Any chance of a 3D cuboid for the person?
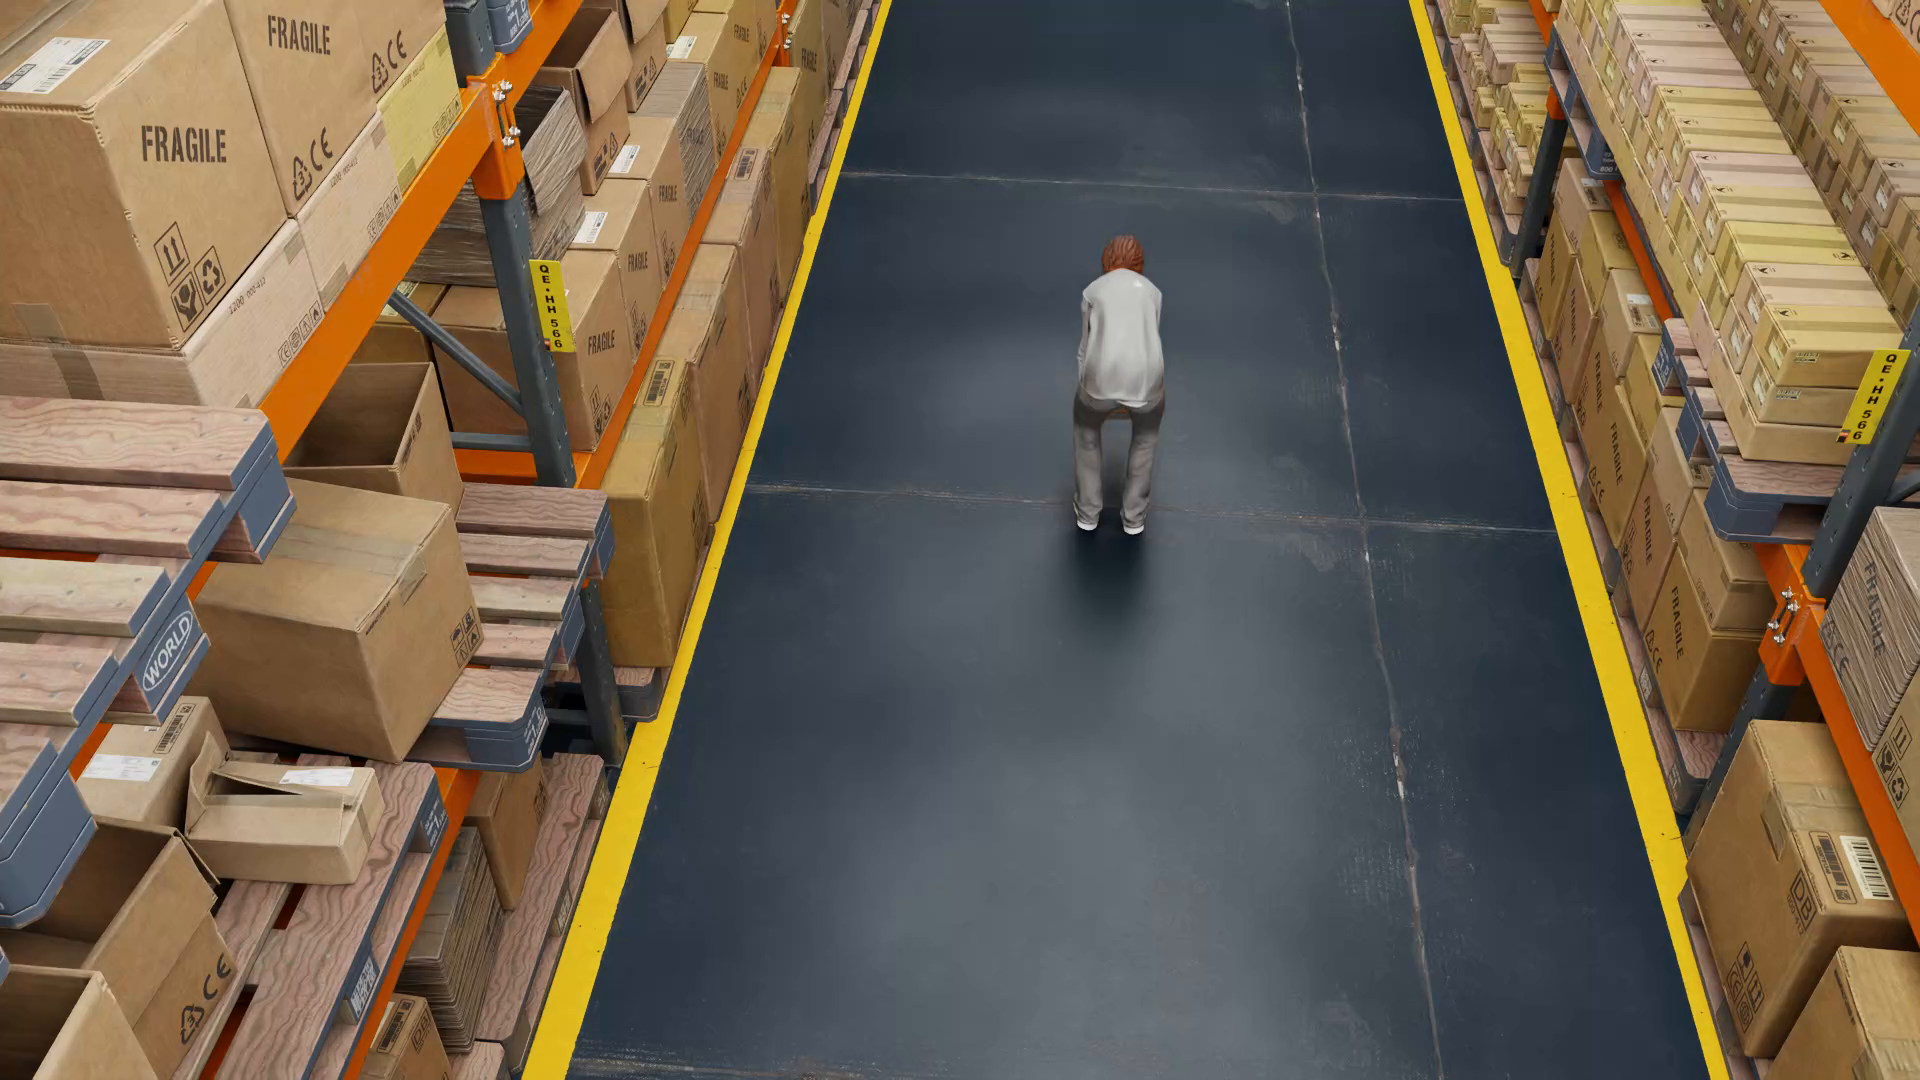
[{"bbox_3d":[0.687,-0.731,7.118,0.373,1.473,0.637,3,41,3],"label":"person"}]
